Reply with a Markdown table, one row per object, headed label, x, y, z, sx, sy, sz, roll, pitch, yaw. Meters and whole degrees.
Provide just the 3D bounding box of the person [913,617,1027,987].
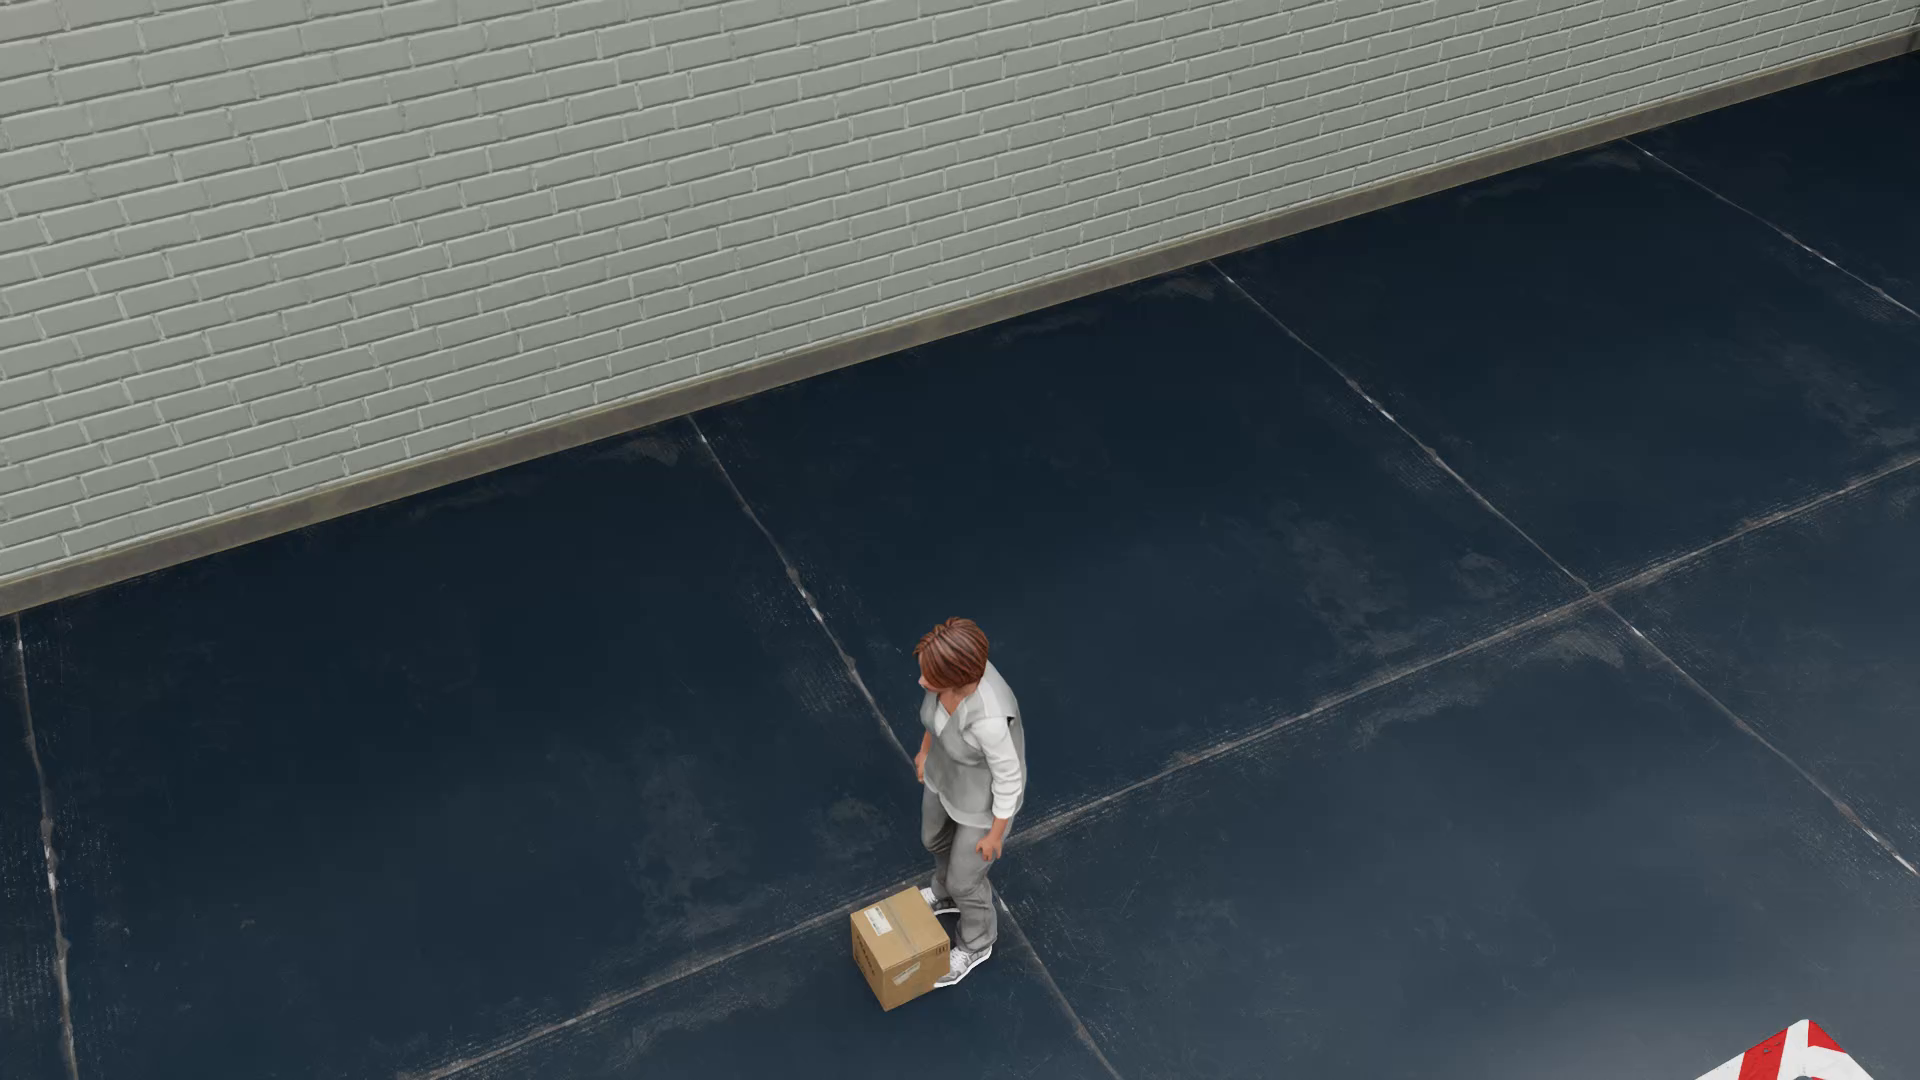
| label | x | y | z | sx | sy | sz | roll | pitch | yaw |
| --- | --- | --- | --- | --- | --- | --- | --- | --- | --- |
| person | 0.001 | 0.808 | 5.266 | 0.378 | 1.592 | 0.480 | -22 | 46 | -23 |
